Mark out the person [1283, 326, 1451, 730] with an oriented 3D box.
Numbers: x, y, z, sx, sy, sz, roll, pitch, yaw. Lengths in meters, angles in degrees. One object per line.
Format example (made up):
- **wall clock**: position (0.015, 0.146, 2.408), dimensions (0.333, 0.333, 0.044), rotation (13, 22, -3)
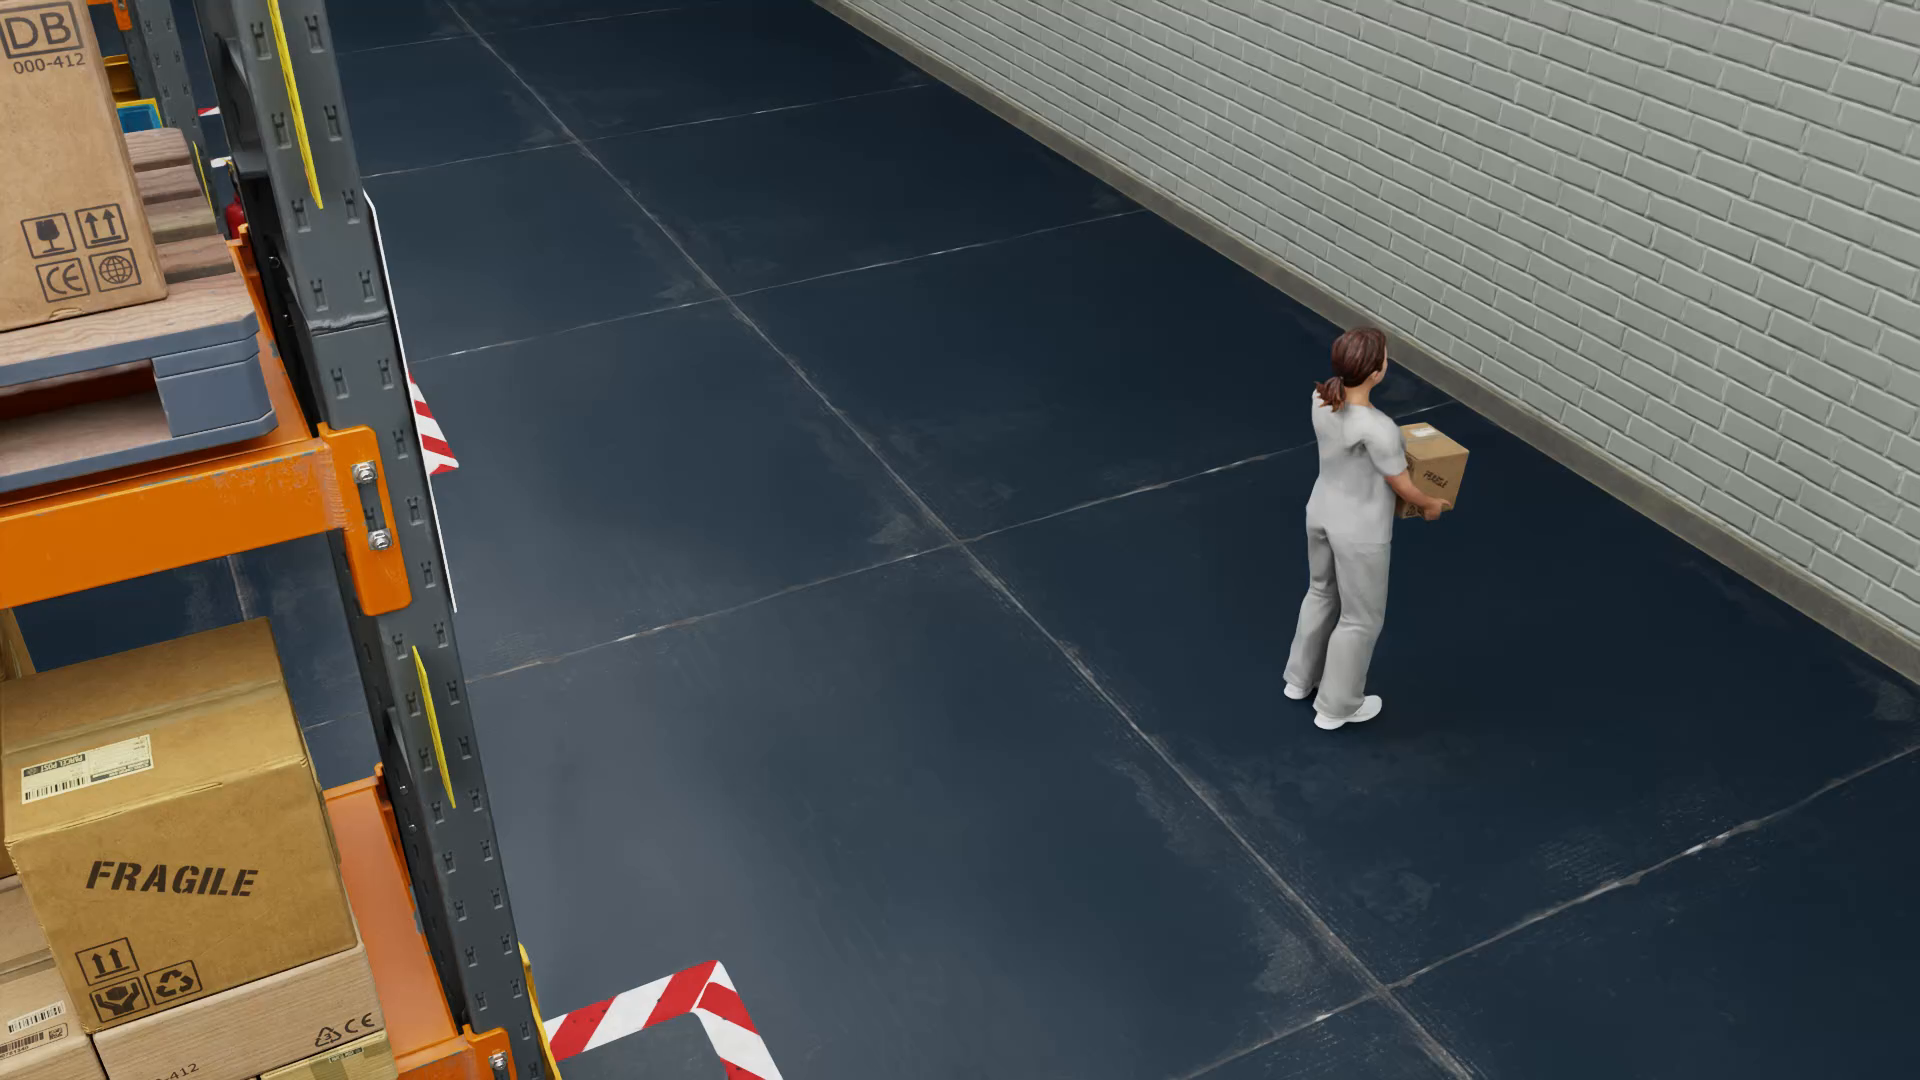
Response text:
- **person**: position (1.517, -0.060, 6.244), dimensions (0.558, 1.664, 0.436), rotation (-15, 36, -22)
